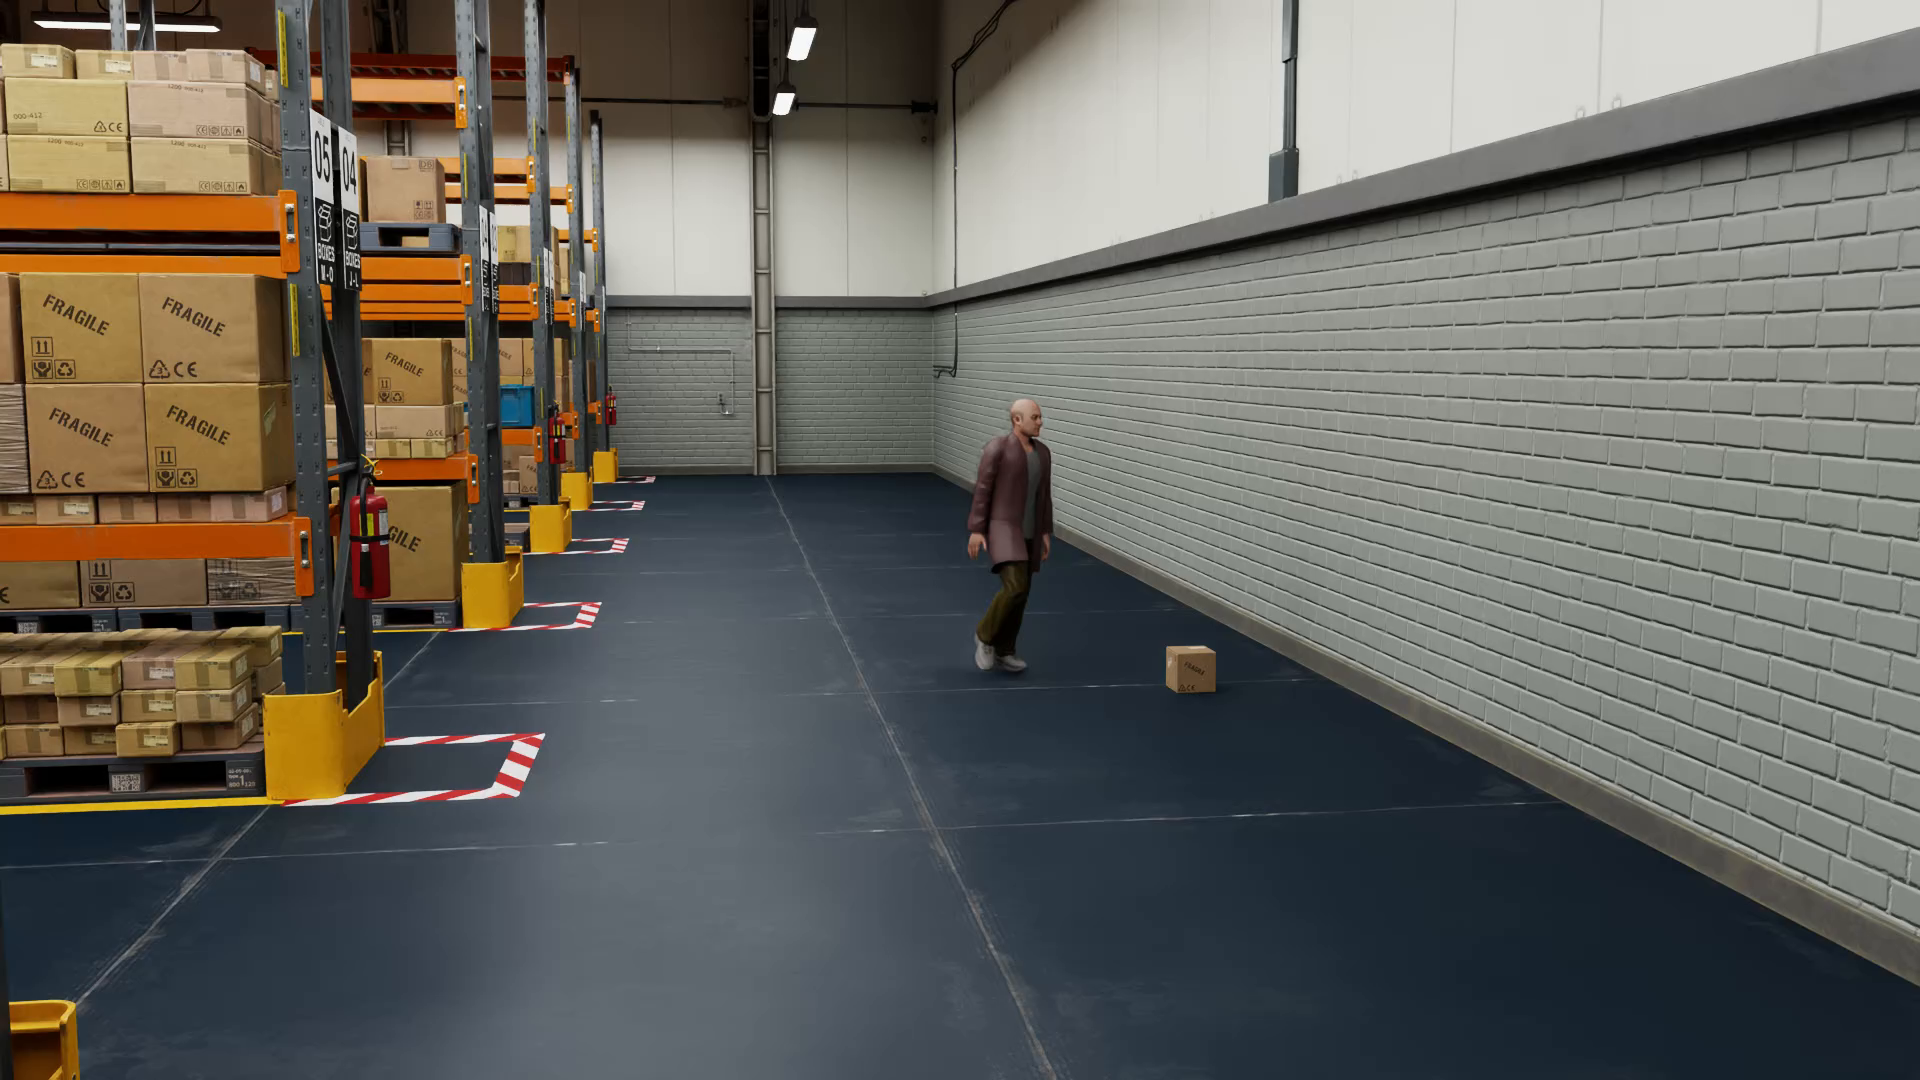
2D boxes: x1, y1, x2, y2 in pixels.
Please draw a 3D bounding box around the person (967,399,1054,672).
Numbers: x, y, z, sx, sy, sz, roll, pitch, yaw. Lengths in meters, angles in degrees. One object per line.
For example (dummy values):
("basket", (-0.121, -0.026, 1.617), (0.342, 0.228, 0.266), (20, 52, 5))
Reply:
("person", (0.360, -0.027, 10.798), (0.613, 1.776, 0.523), (-6, 9, -43))
